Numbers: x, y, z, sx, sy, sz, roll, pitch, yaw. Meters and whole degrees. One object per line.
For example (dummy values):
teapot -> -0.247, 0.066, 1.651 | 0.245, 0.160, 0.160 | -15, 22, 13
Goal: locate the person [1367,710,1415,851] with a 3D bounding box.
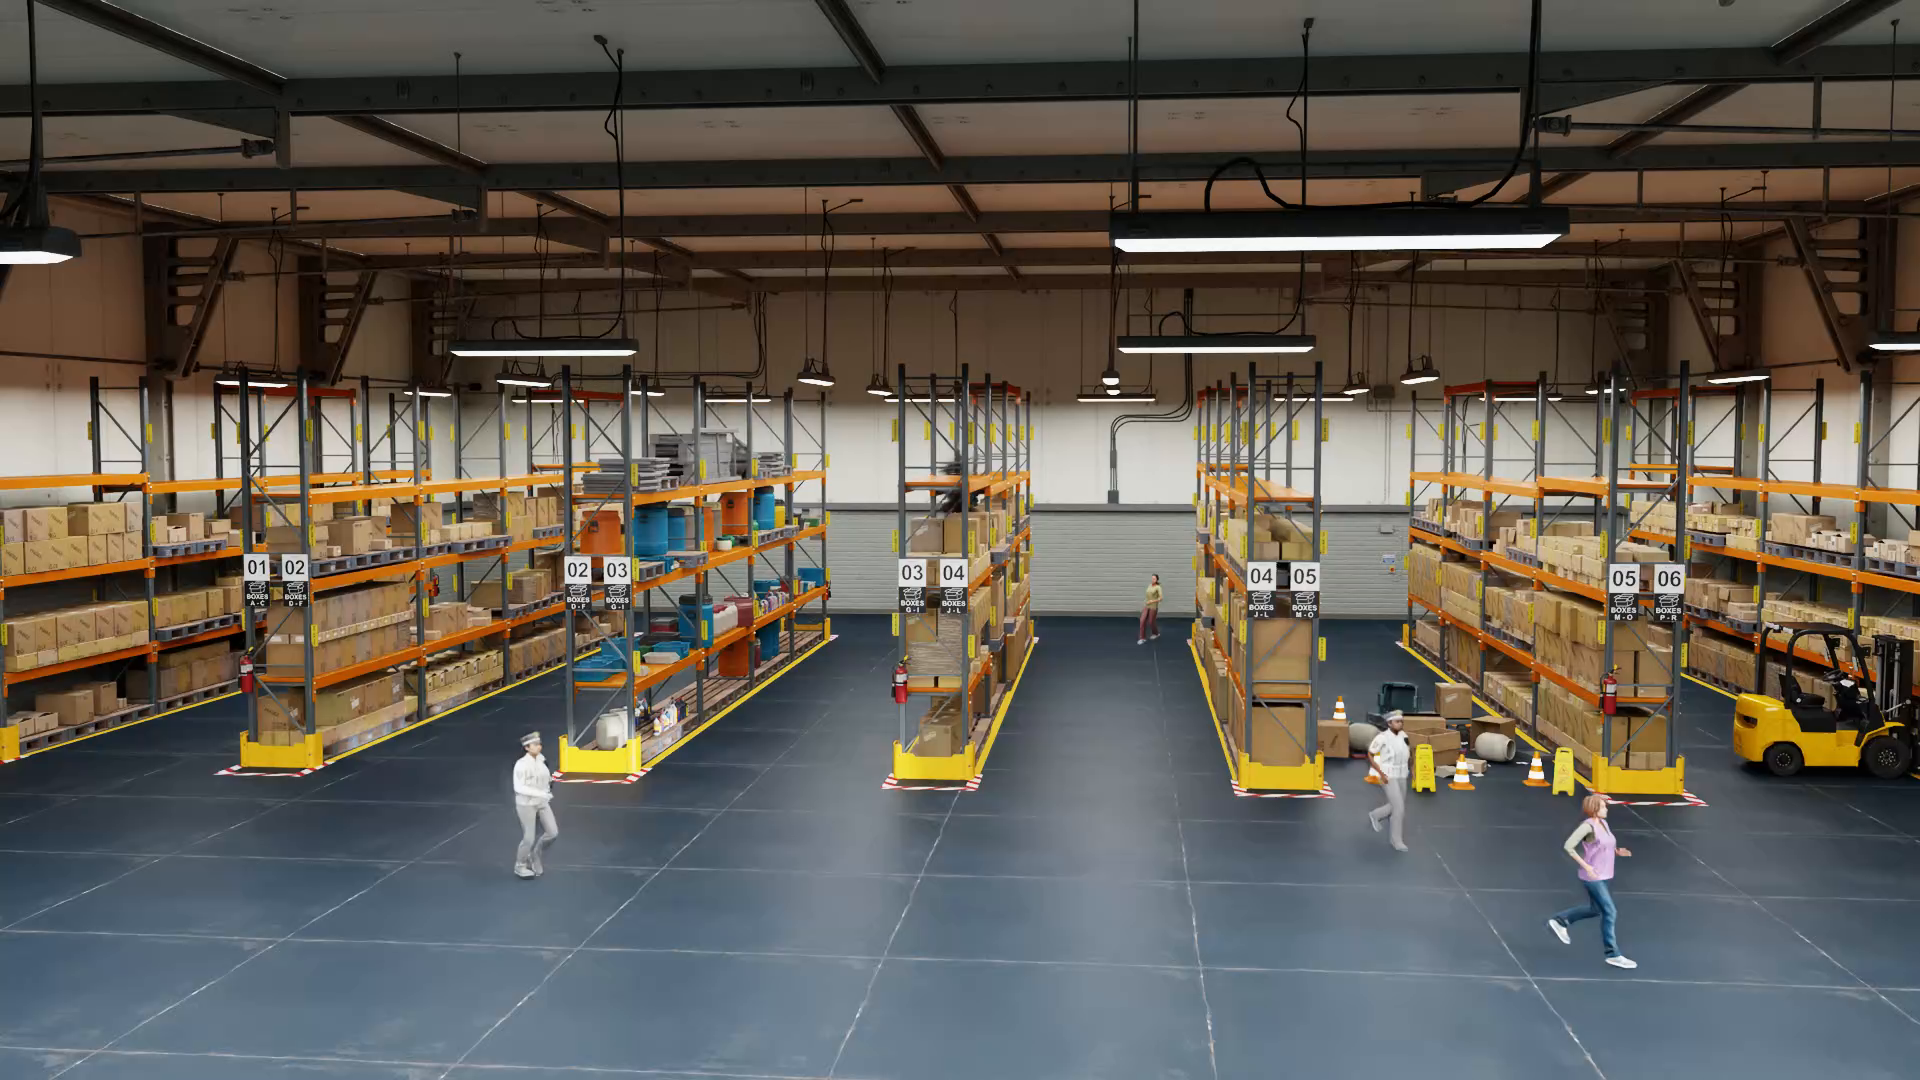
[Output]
person -> 5.226, 2.884, 20.240 | 0.596, 1.691, 0.720 | -2, 4, -29

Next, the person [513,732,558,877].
person -> -4.737, 2.965, 18.633 | 0.618, 1.671, 0.635 | 2, 4, 30

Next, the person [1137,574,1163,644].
person -> 4.613, 1.638, 39.635 | 0.594, 1.673, 0.828 | 3, 5, 43

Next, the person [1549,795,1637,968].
person -> 5.984, 3.189, 15.728 | 0.864, 1.575, 0.544 | 3, 5, 41
